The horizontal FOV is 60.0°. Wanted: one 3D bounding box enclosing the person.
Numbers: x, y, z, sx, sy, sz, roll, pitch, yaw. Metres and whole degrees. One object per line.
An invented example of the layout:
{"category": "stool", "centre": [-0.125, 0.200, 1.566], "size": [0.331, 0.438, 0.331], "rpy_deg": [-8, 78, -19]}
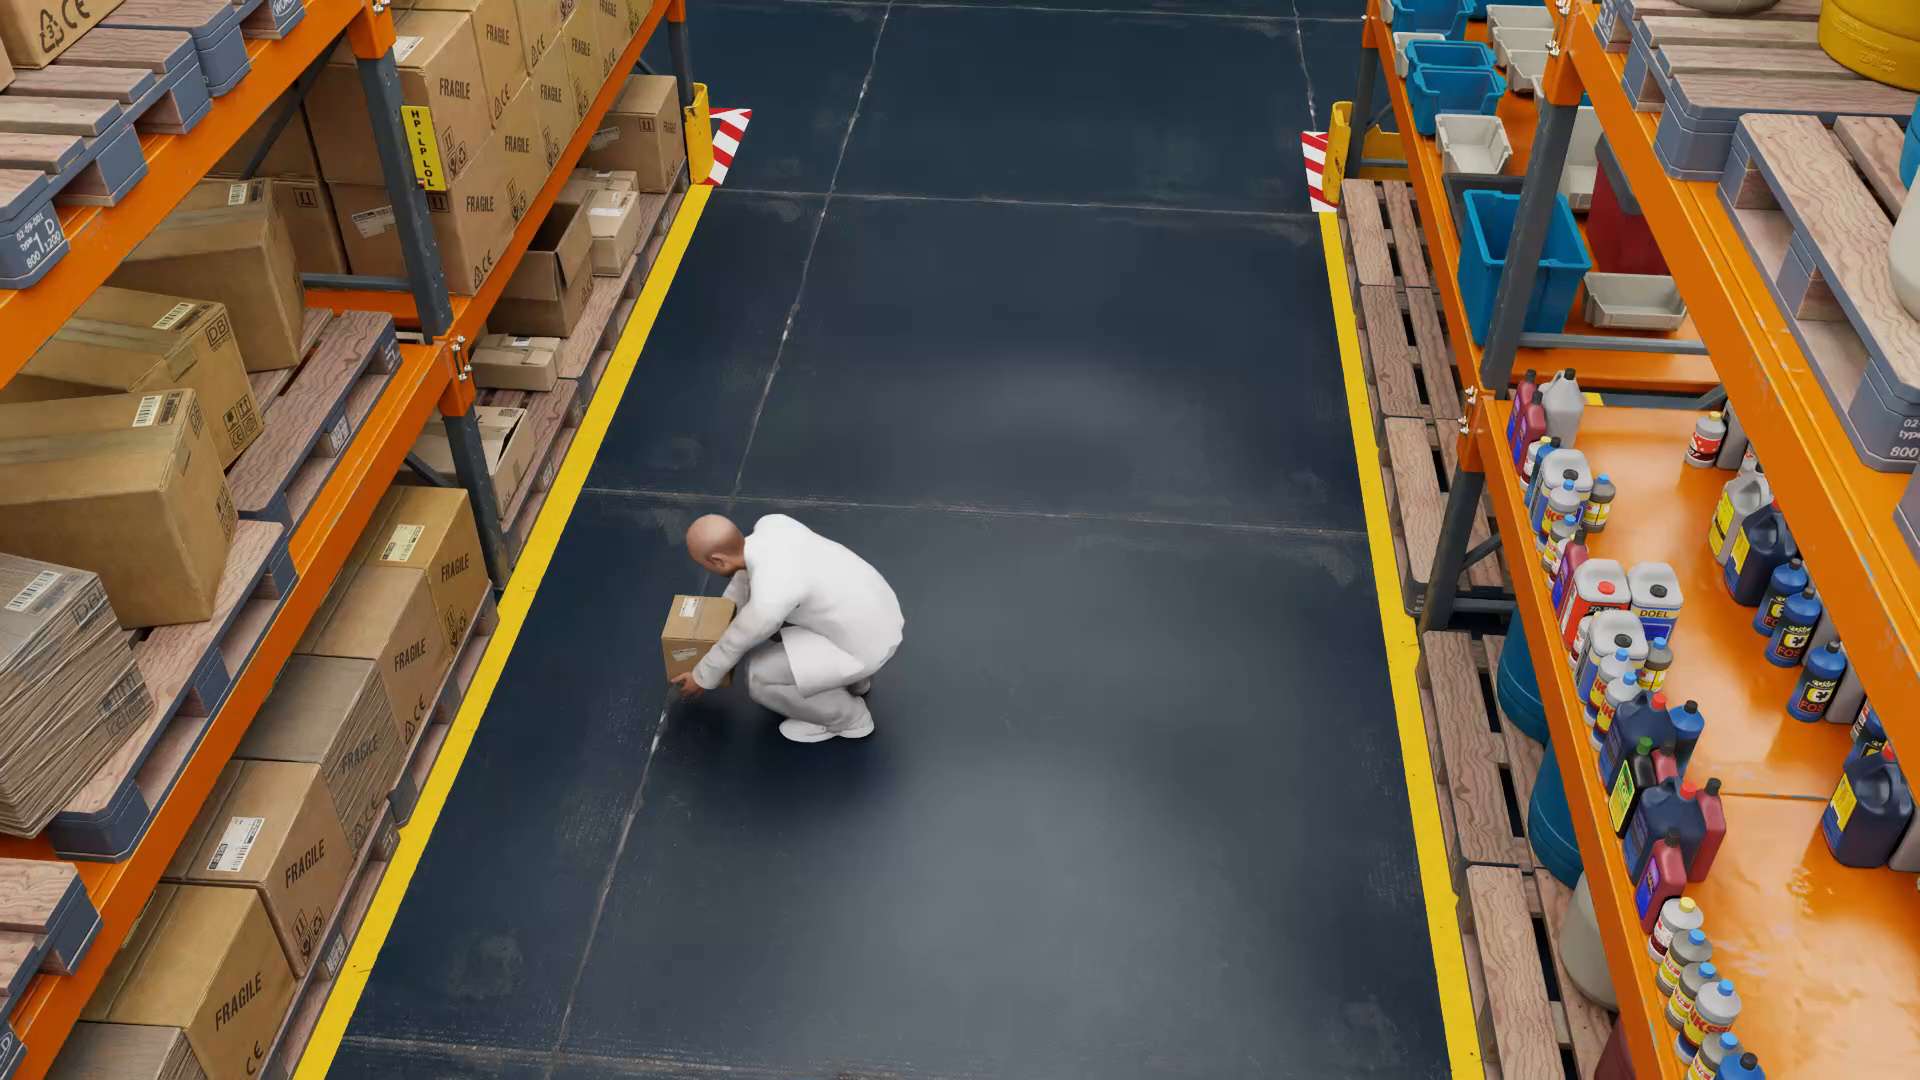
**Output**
{"category": "person", "centre": [-0.672, 0.287, 6.430], "size": [0.909, 1.009, 0.582], "rpy_deg": [3, 40, 3]}
